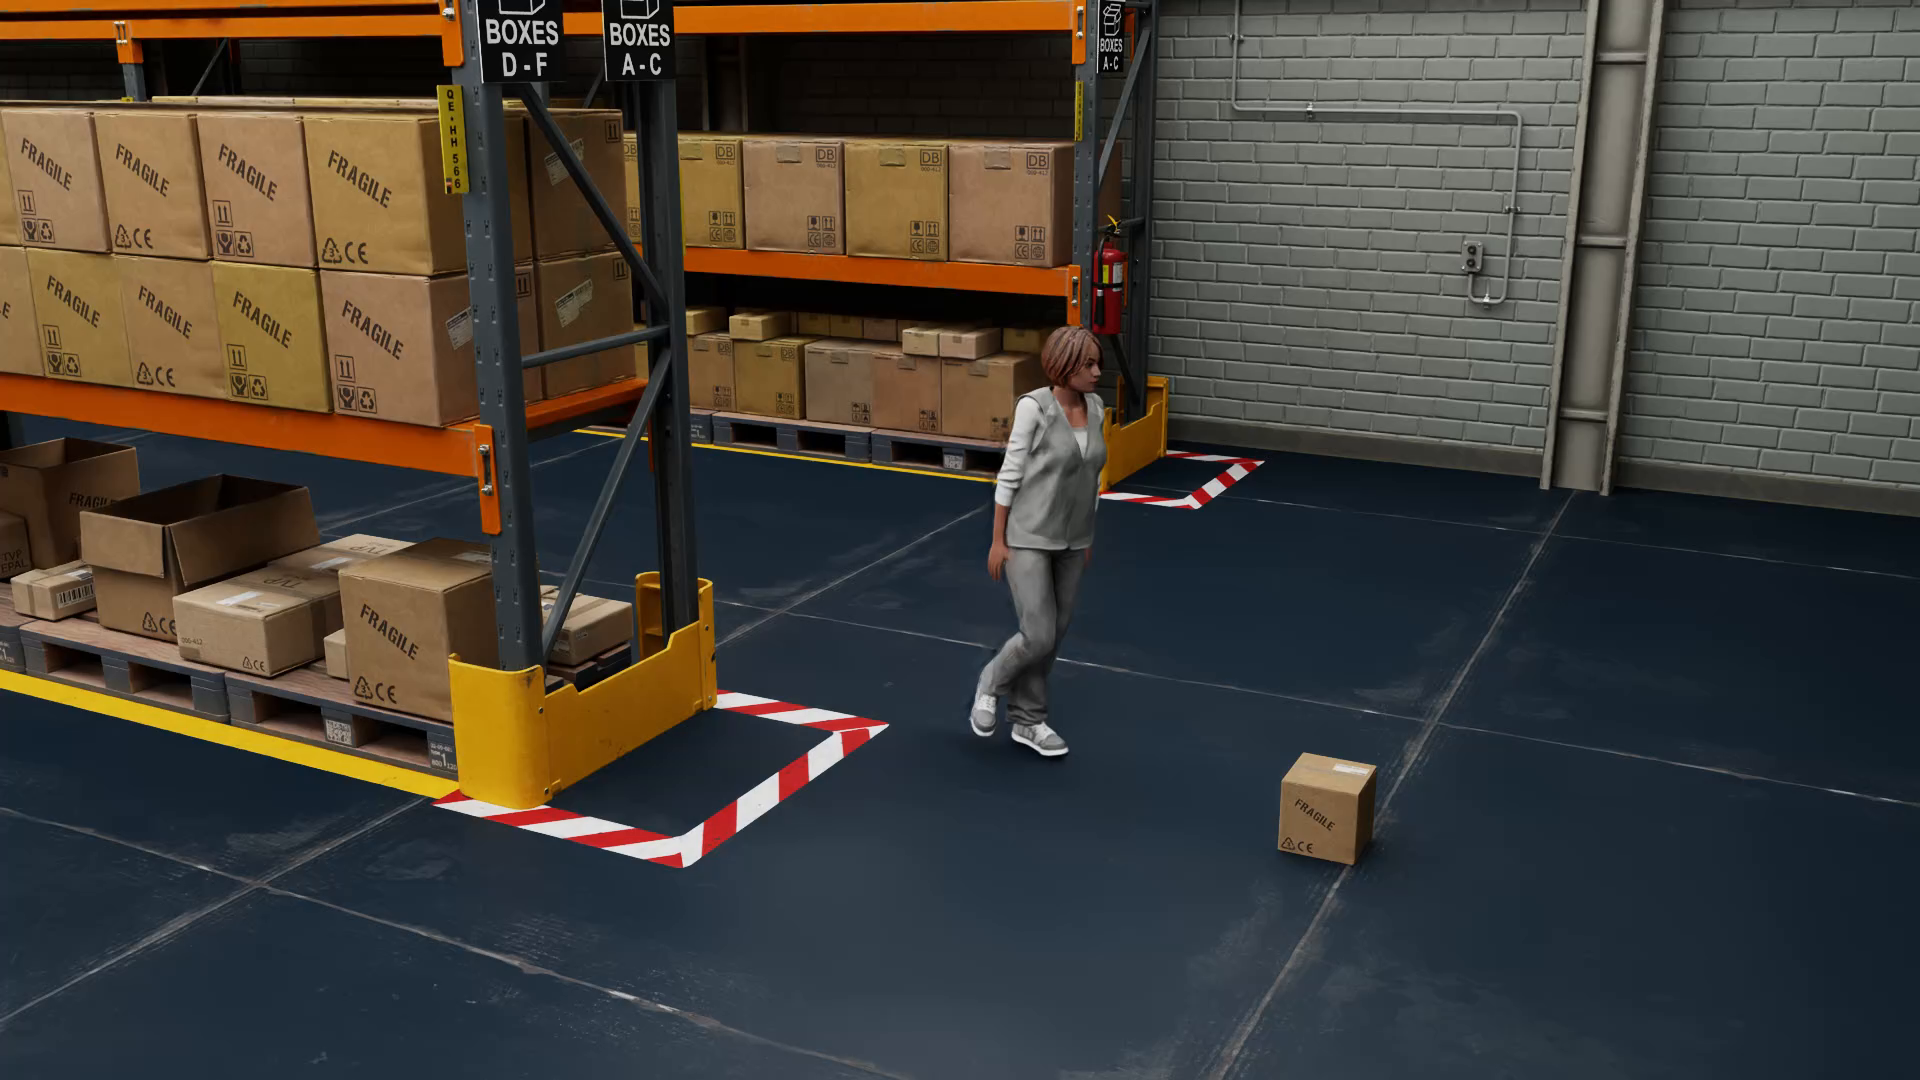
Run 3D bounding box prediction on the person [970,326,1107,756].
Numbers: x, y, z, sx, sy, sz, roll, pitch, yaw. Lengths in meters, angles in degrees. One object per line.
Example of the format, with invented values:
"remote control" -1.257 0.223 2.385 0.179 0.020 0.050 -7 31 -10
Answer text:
"person" 0.286 0.011 5.982 0.467 1.590 0.458 -12 20 -36
